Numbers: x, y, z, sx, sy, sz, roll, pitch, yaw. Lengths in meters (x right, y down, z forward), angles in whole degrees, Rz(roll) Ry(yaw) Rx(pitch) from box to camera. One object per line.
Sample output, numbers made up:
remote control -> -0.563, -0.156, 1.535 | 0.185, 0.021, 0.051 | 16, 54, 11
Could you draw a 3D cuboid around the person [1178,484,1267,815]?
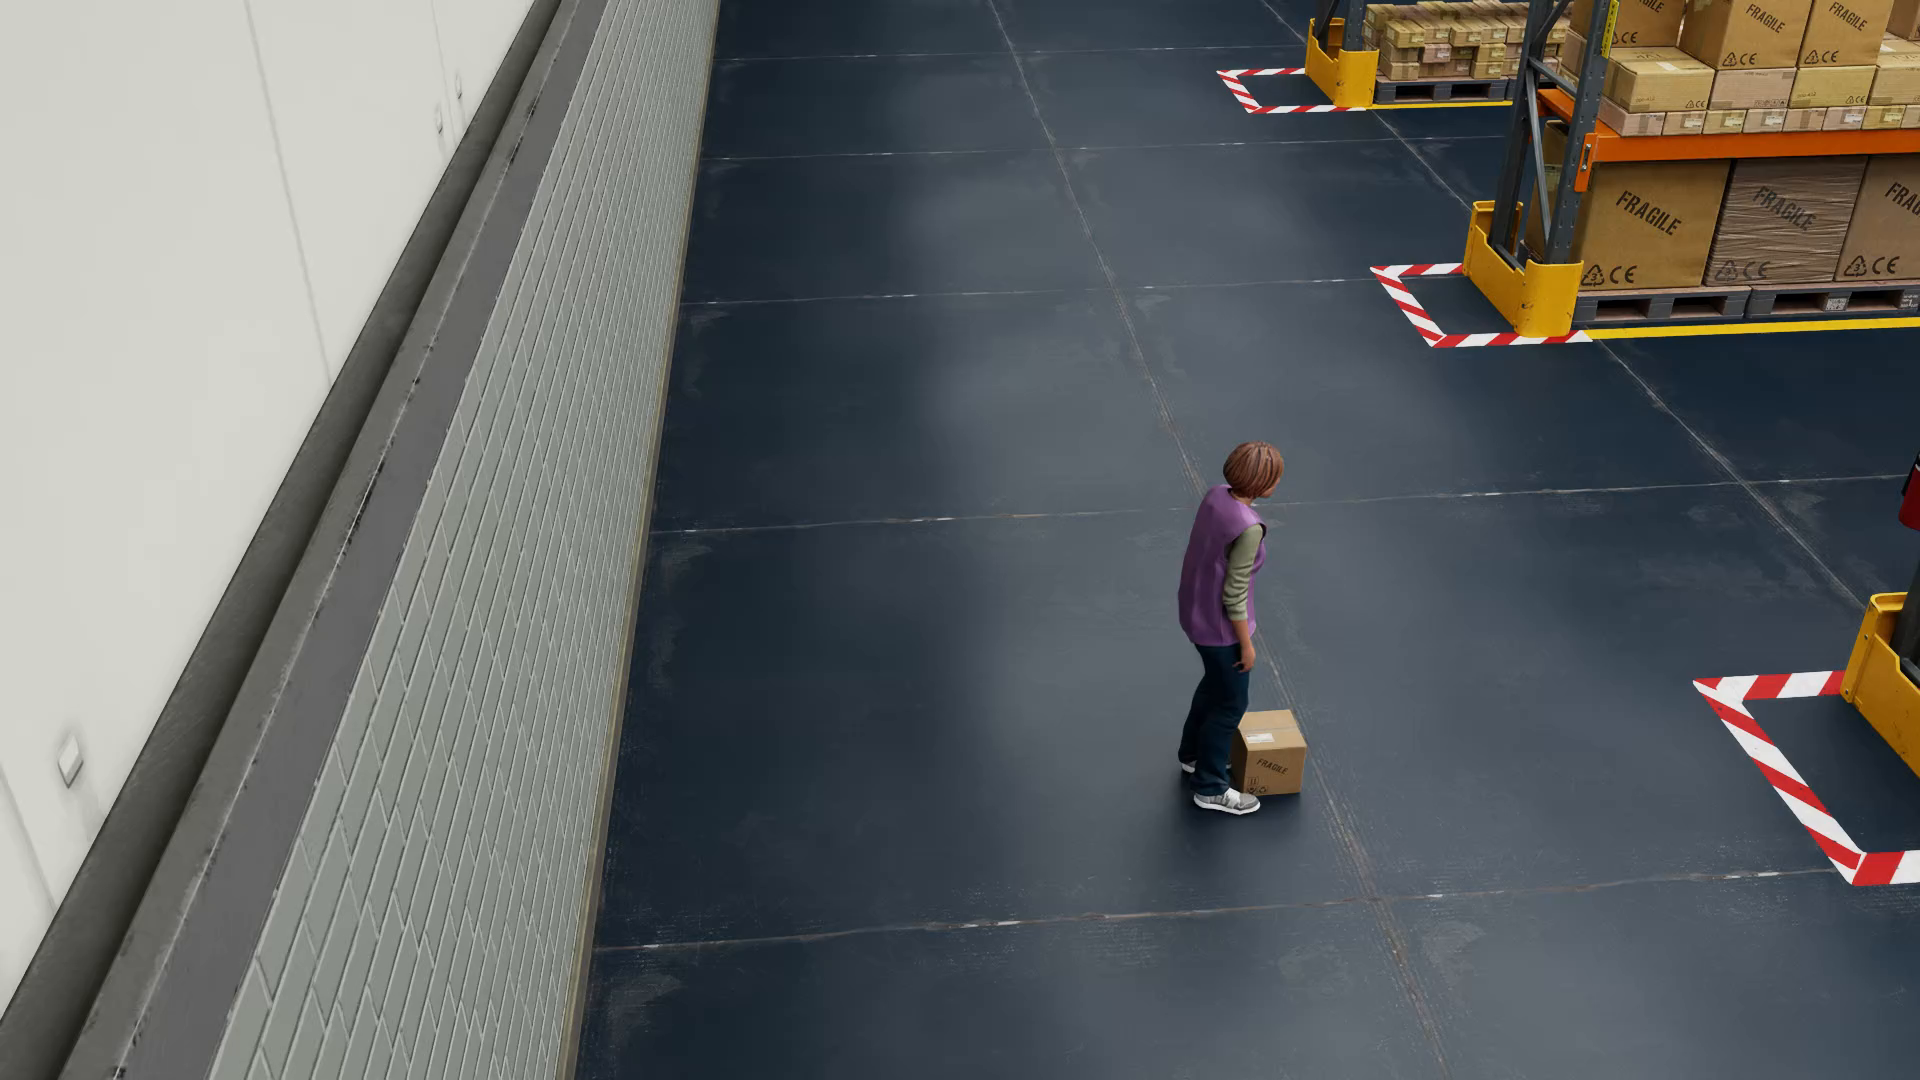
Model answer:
person -> 2.946, 2.124, 2.154 | 2.633, 3.194, 10.400 | -5, 32, -8
